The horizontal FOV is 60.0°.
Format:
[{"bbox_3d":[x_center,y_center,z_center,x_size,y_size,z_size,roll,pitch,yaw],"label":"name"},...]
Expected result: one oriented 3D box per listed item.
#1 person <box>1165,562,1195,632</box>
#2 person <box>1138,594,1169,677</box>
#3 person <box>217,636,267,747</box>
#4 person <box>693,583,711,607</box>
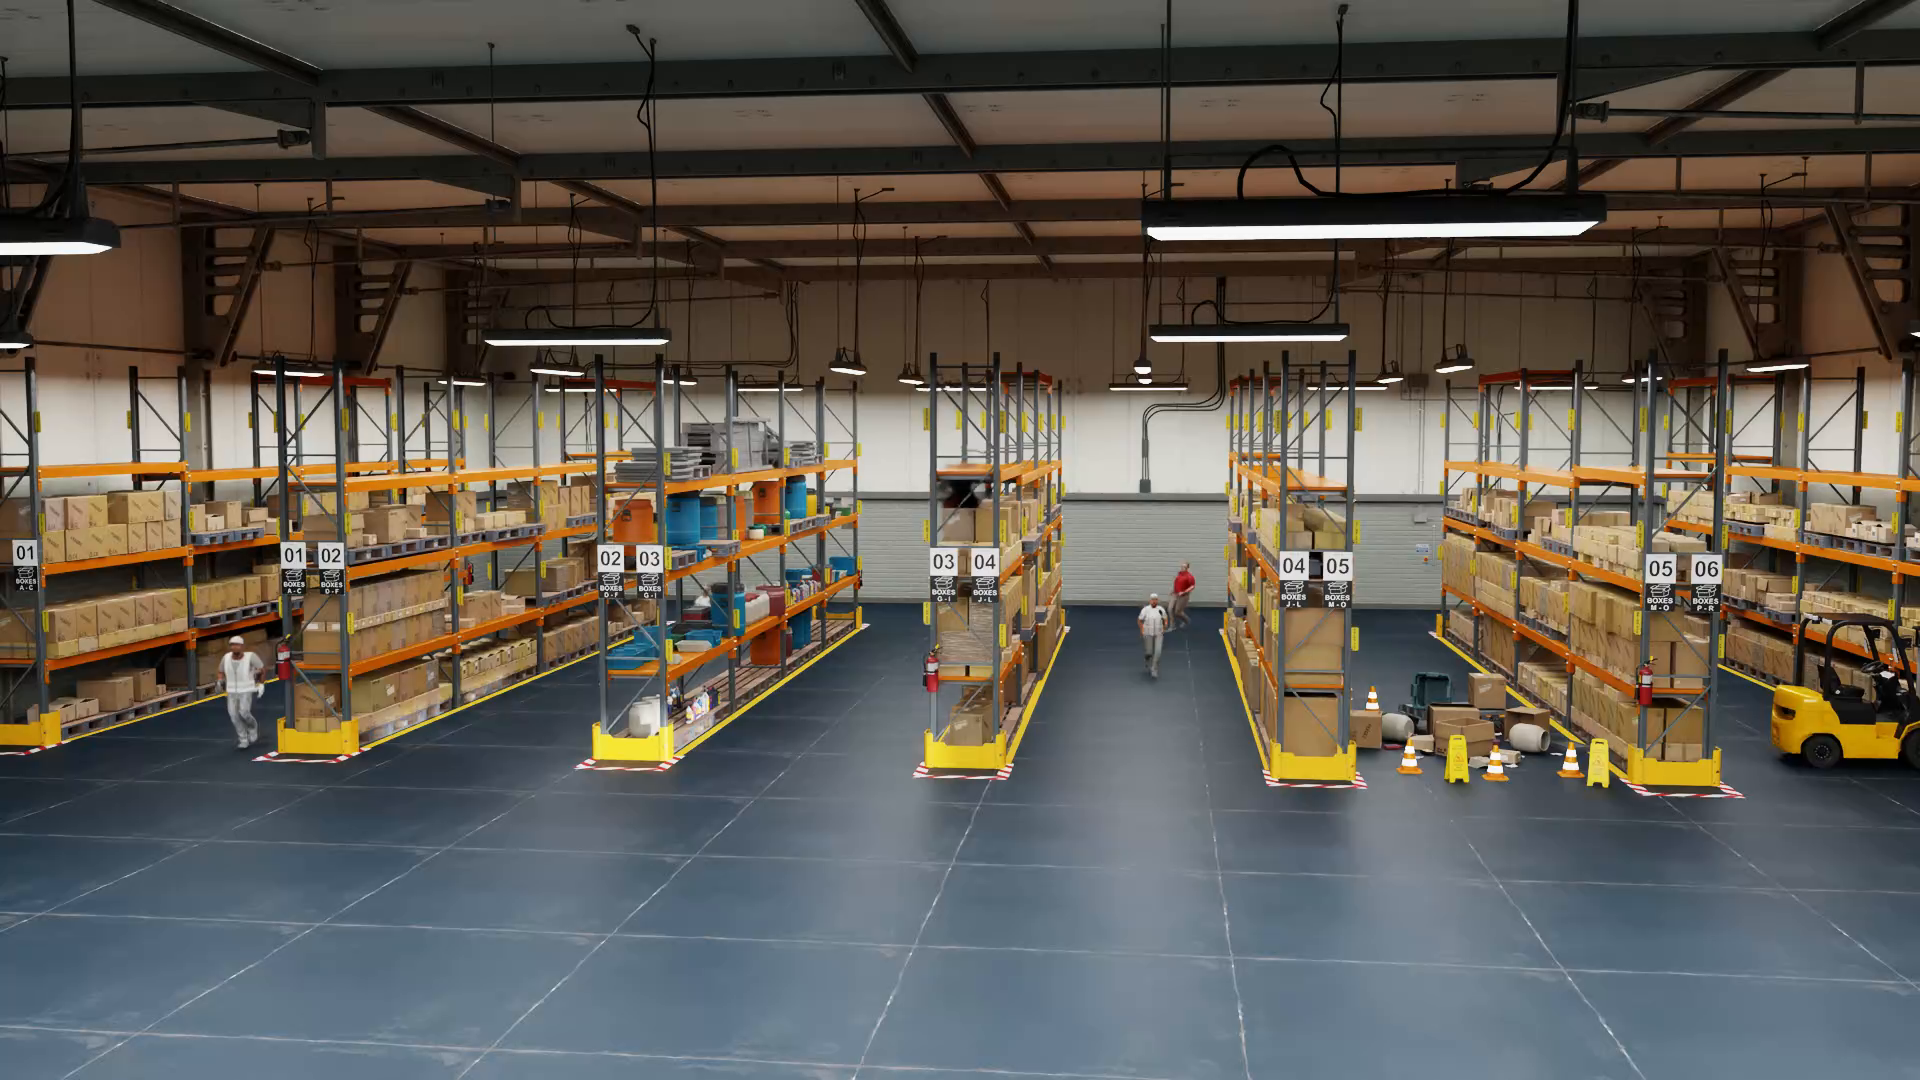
[{"bbox_3d":[5.306,1.365,39.757,0.619,1.688,0.709,-3,5,-37],"label":"person"},{"bbox_3d":[3.840,1.873,32.996,0.614,1.631,0.575,0,4,-1],"label":"person"},{"bbox_3d":[-11.040,2.334,25.467,0.702,1.734,0.587,0,4,-1],"label":"person"},{"bbox_3d":[-5.311,1.720,34.799,0.674,1.660,0.528,1,4,9],"label":"person"}]
